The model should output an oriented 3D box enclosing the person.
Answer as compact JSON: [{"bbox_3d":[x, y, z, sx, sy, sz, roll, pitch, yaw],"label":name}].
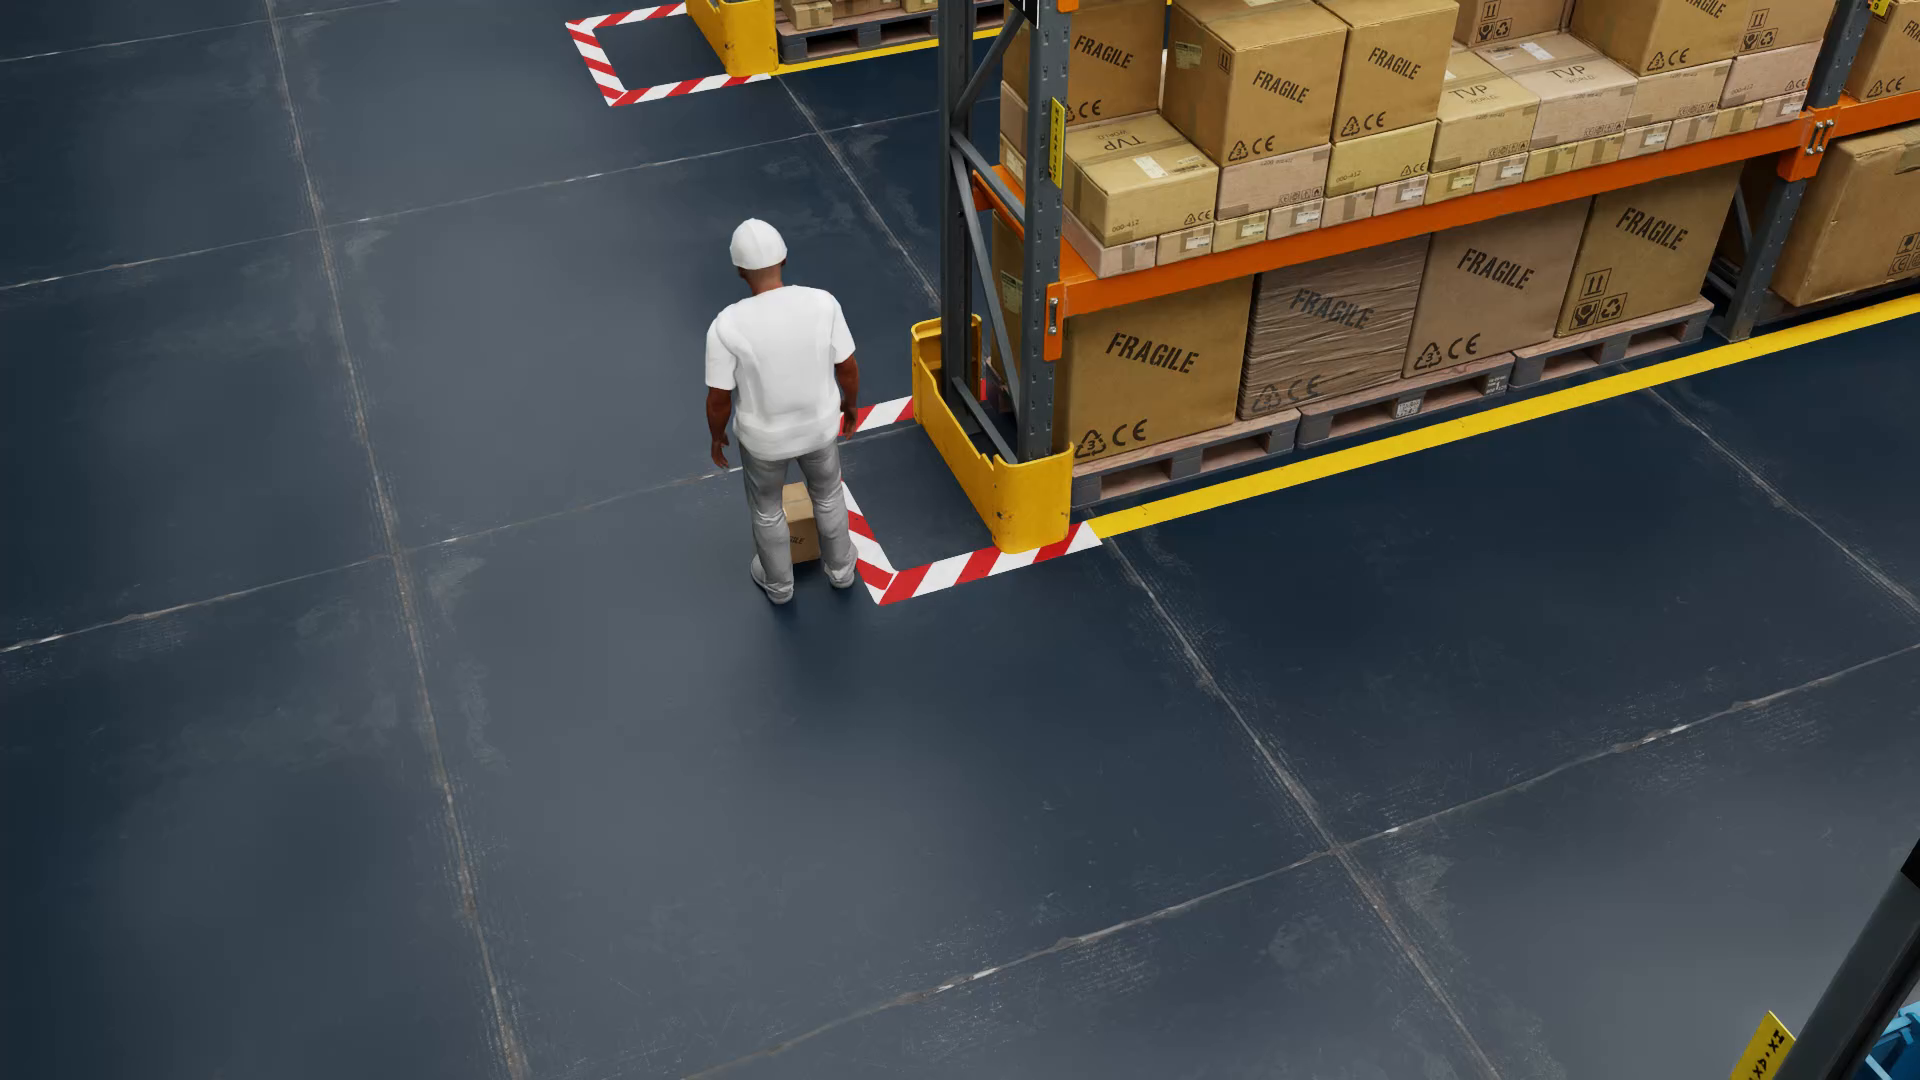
[{"bbox_3d":[-0.707,-0.481,6.690,0.632,1.759,0.462,-14,43,-15],"label":"person"}]
